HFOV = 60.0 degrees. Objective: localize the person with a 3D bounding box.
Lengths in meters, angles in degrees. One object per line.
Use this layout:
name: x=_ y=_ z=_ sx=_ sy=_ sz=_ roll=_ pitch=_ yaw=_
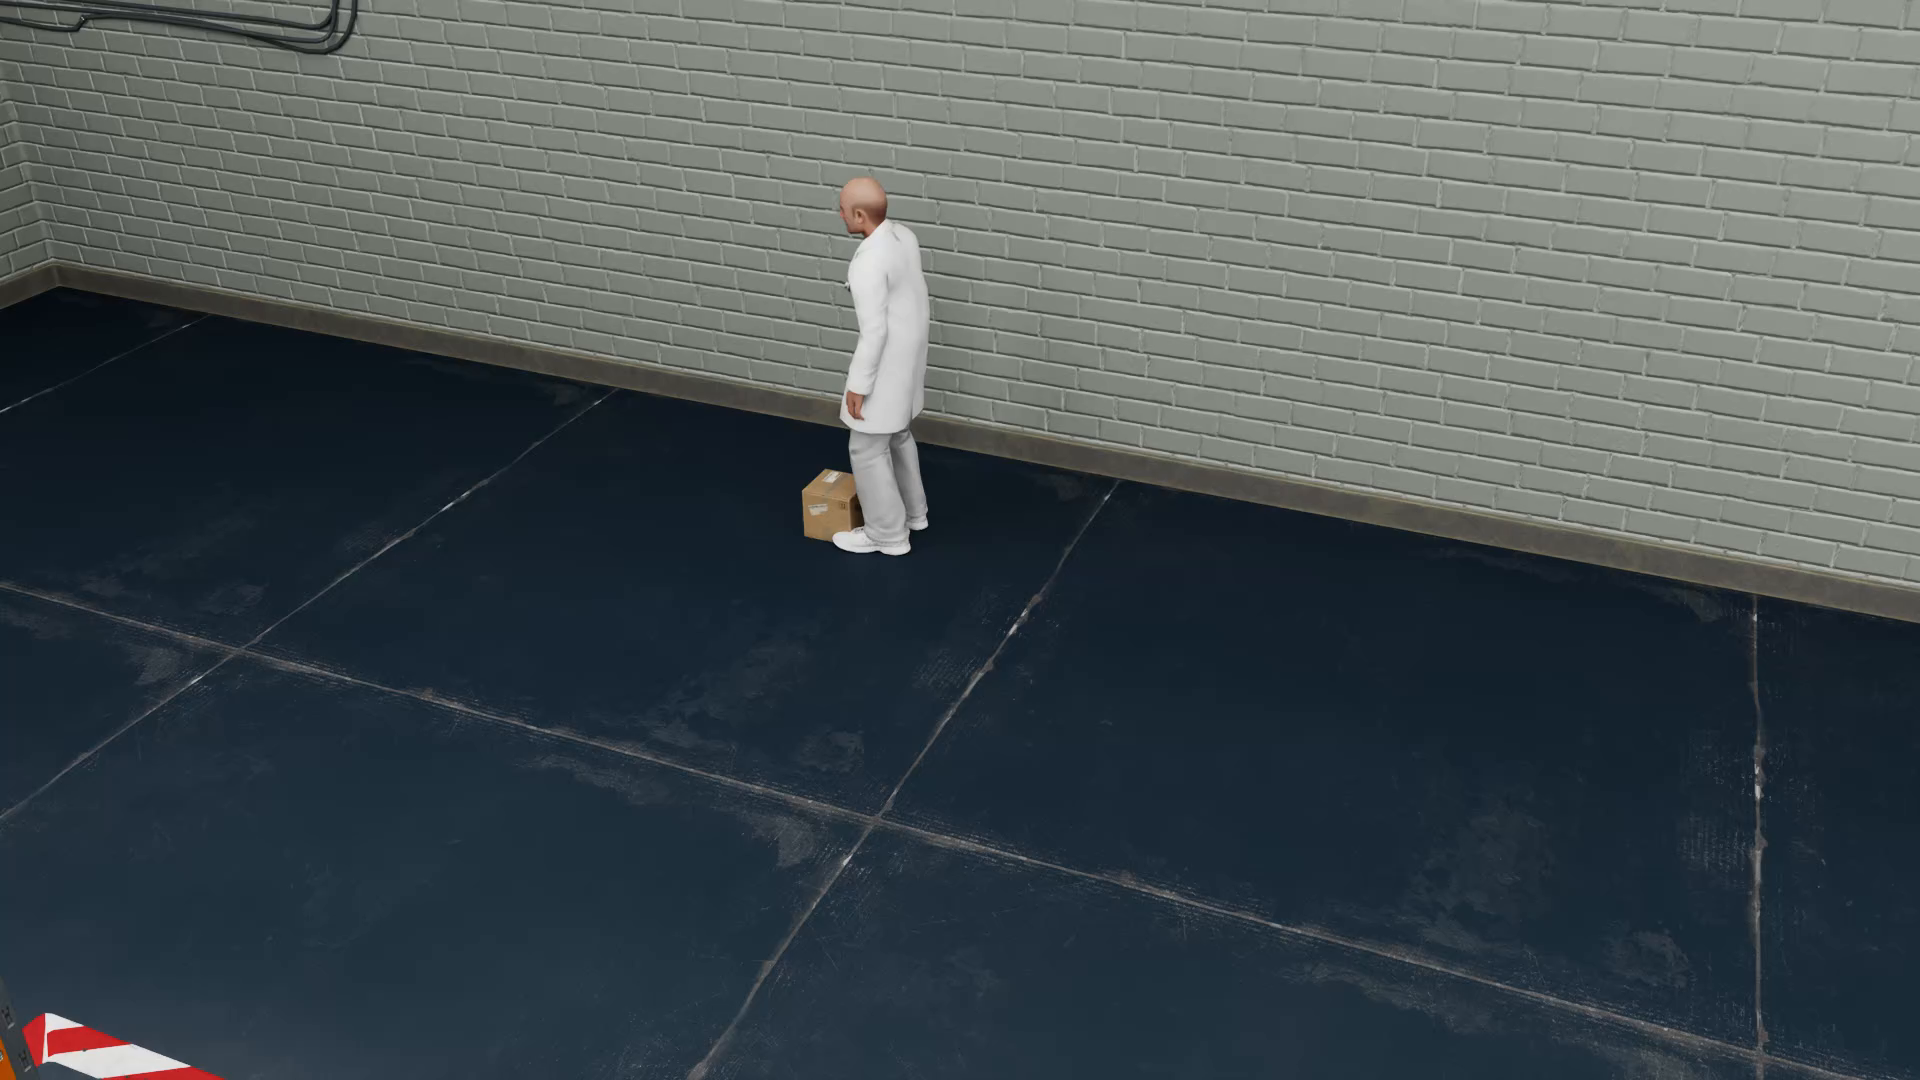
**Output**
person: x=-0.359 y=-0.776 z=7.531 sx=0.429 sy=1.772 sz=0.649 roll=9 pitch=31 yaw=16
